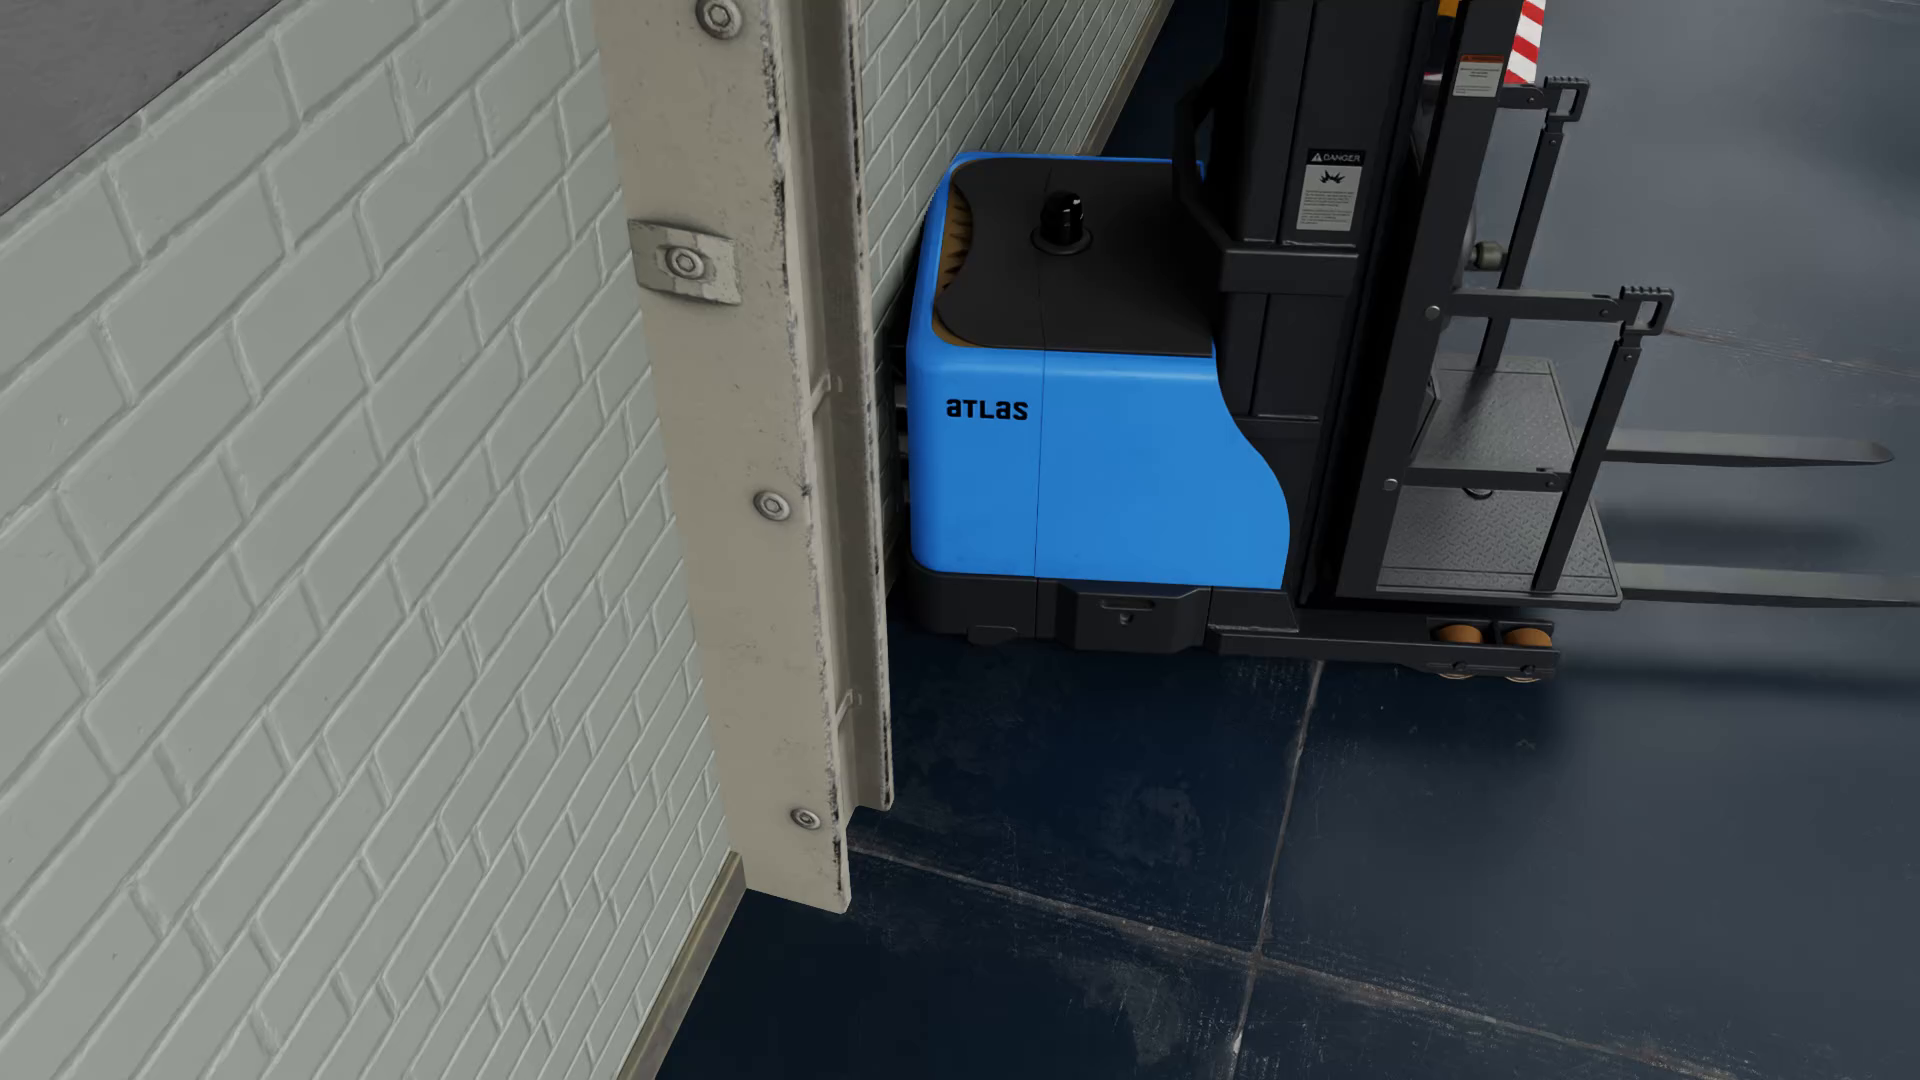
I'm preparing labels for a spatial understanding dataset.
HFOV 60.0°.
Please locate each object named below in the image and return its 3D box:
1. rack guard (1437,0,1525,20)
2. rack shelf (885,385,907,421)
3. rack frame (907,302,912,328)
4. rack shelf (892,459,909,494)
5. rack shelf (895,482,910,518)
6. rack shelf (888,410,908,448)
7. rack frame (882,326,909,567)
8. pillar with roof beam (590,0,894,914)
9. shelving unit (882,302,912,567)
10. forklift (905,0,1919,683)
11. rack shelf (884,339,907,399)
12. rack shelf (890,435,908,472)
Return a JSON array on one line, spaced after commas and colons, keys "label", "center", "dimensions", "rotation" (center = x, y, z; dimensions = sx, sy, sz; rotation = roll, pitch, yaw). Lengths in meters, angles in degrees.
[{"label": "rack guard", "center": [2.069, -2.783, 7.736], "dimensions": [1.175, 0.500, 0.348], "rotation": [13, 46, 13]}, {"label": "rack shelf", "center": [-0.068, -0.418, 4.782], "dimensions": [0.258, 0.077, 0.200], "rotation": [4, 43, 8]}, {"label": "rack frame", "center": [-0.046, -0.379, 4.954], "dimensions": [0.240, 0.900, 0.006], "rotation": [4, 43, 8]}, {"label": "rack shelf", "center": [-0.056, -0.220, 4.964], "dimensions": [0.258, 0.077, 0.200], "rotation": [4, 43, 8]}, {"label": "rack shelf", "center": [-0.051, -0.154, 5.025], "dimensions": [0.258, 0.077, 0.200], "rotation": [4, 43, 8]}, {"label": "rack shelf", "center": [-0.064, -0.352, 4.842], "dimensions": [0.258, 0.077, 0.200], "rotation": [4, 43, 8]}, {"label": "rack frame", "center": [-0.077, -0.242, 4.807], "dimensions": [0.240, 0.900, 0.006], "rotation": [4, 43, 8]}, {"label": "pillar with roof beam", "center": [3.719, -1.508, 0.357], "dimensions": [9.100, 9.000, 0.400], "rotation": [13, 46, 13]}, {"label": "shelving unit", "center": [-0.062, -0.310, 4.881], "dimensions": [0.258, 0.900, 0.210], "rotation": [4, 43, 8]}, {"label": "forklift", "center": [1.387, -1.022, 4.198], "dimensions": [3.031, 2.935, 1.130], "rotation": [3, 44, 3]}, {"label": "rack shelf", "center": [-0.073, -0.484, 4.721], "dimensions": [0.258, 0.077, 0.200], "rotation": [4, 43, 8]}, {"label": "rack shelf", "center": [-0.060, -0.286, 4.903], "dimensions": [0.258, 0.077, 0.200], "rotation": [4, 43, 8]}]
